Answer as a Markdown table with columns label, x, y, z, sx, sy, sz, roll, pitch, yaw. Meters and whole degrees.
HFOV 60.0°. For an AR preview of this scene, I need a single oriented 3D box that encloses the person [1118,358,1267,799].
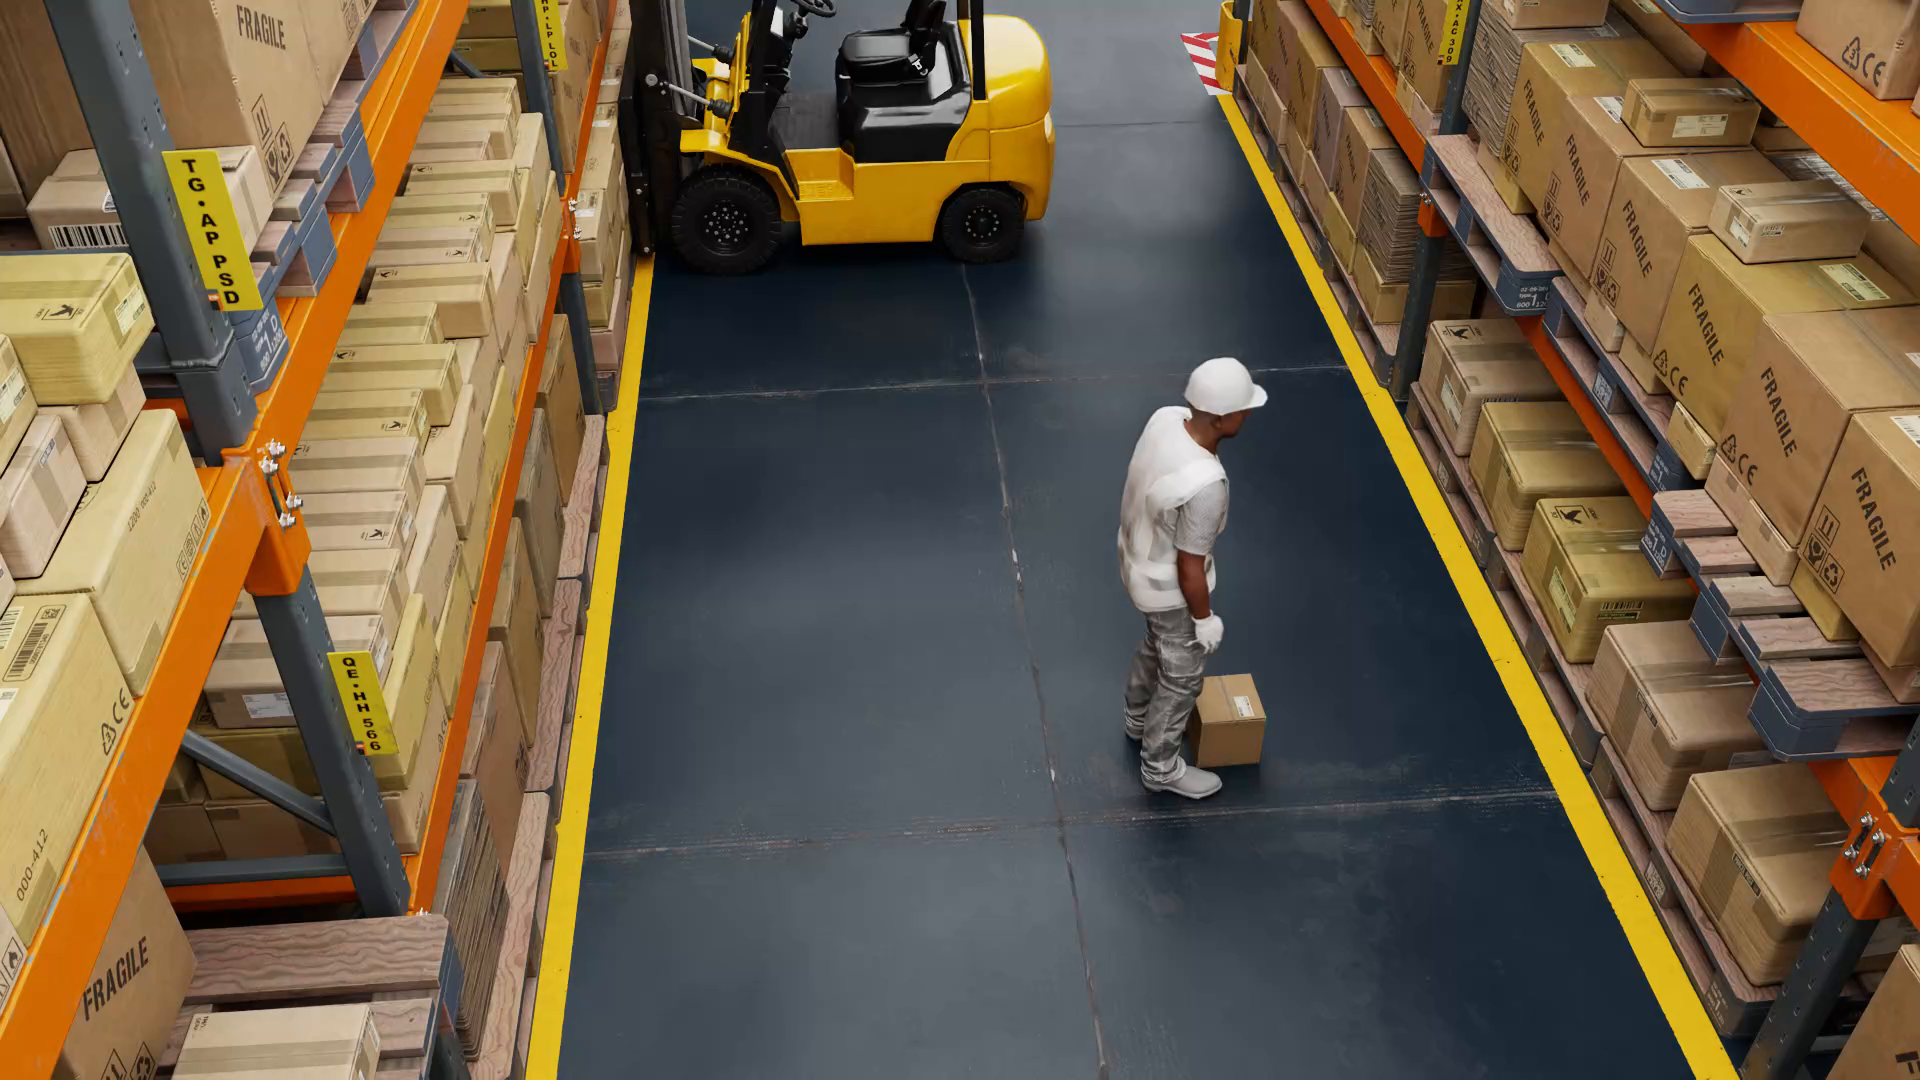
| label | x | y | z | sx | sy | sz | roll | pitch | yaw |
| --- | --- | --- | --- | --- | --- | --- | --- | --- | --- |
| person | 0.801 | 0.129 | 5.984 | 0.452 | 1.774 | 0.629 | -4 | 39 | -5 |
